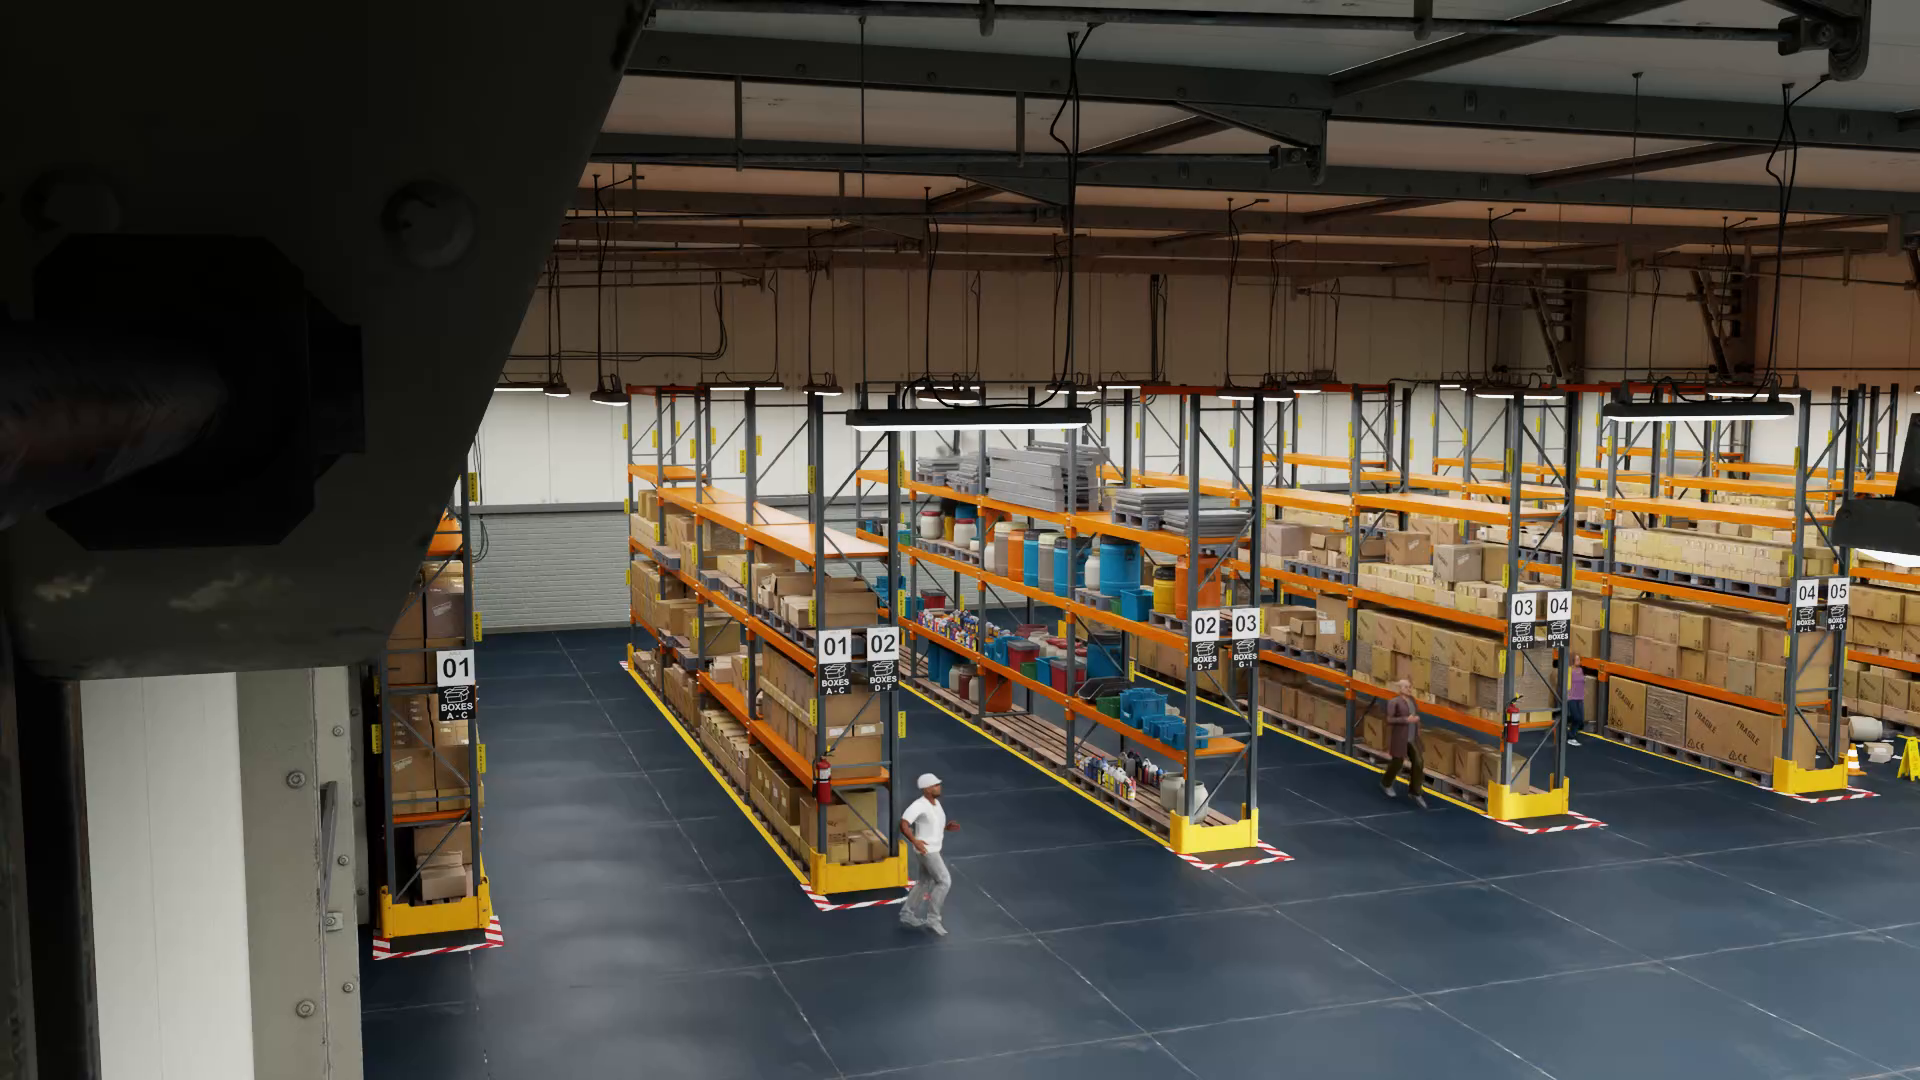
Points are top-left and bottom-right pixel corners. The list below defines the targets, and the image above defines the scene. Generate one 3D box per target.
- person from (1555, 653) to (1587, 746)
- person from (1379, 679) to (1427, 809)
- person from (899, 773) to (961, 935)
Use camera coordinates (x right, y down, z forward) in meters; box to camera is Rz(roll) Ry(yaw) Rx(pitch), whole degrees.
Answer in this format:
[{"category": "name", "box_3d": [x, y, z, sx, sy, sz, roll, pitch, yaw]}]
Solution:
[{"category": "person", "box_3d": [10.292, 2.673, 27.987, 0.522, 1.552, 0.556, -3, 7, -27]}, {"category": "person", "box_3d": [6.464, 2.932, 24.227, 0.694, 1.828, 0.876, -3, 6, -24]}, {"category": "person", "box_3d": [-0.342, 3.533, 18.778, 0.695, 1.810, 0.678, 1, 6, 8]}]
